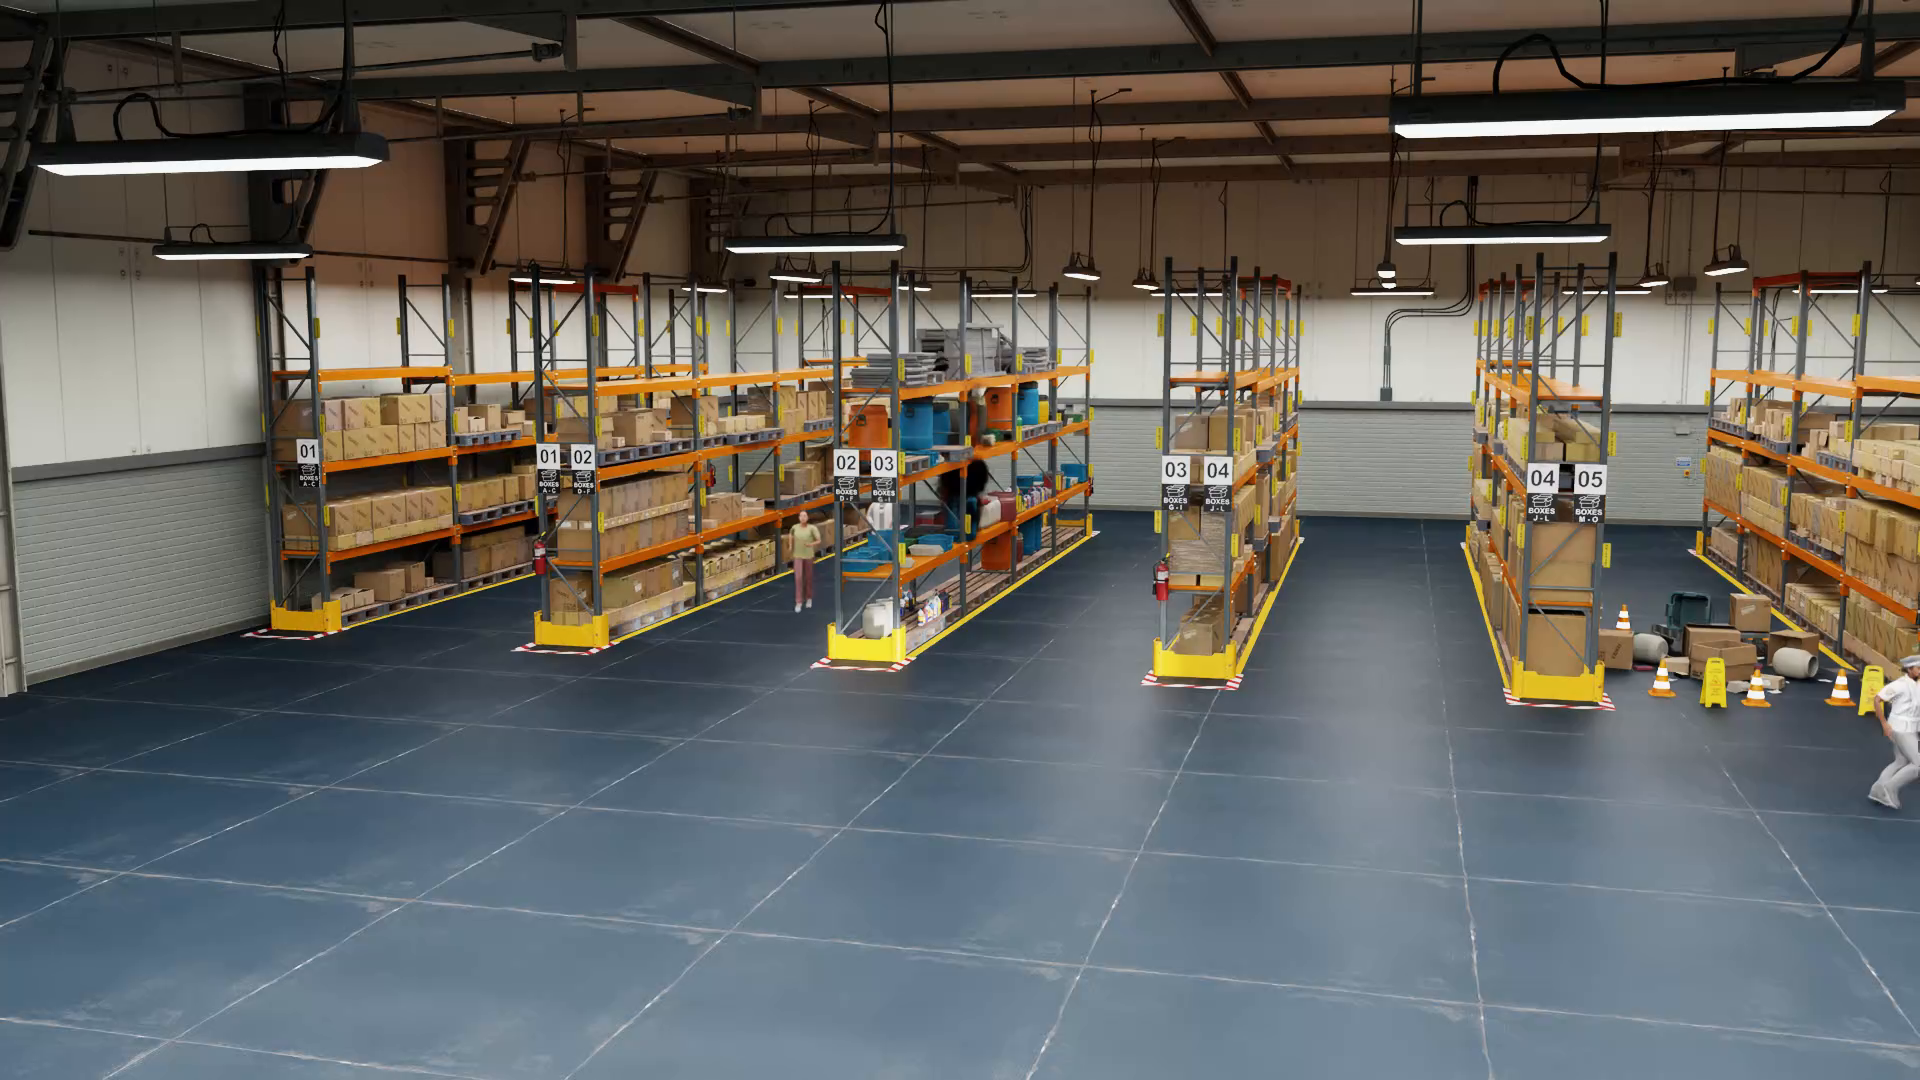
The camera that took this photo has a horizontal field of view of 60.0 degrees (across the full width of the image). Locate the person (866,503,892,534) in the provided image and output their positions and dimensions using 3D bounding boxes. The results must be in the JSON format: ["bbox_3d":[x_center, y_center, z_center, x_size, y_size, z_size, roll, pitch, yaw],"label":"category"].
[{"bbox_3d":[-1.587,-0.171,34.036,0.707,1.724,0.668,1,7,5],"label":"person"}]

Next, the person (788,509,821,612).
[{"bbox_3d":[-2.611,0.320,27.931,0.578,1.695,0.830,0,7,2],"label":"person"}]

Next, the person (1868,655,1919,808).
[{"bbox_3d":[9.852,1.985,17.276,0.542,1.651,0.726,-5,9,-35],"label":"person"}]
